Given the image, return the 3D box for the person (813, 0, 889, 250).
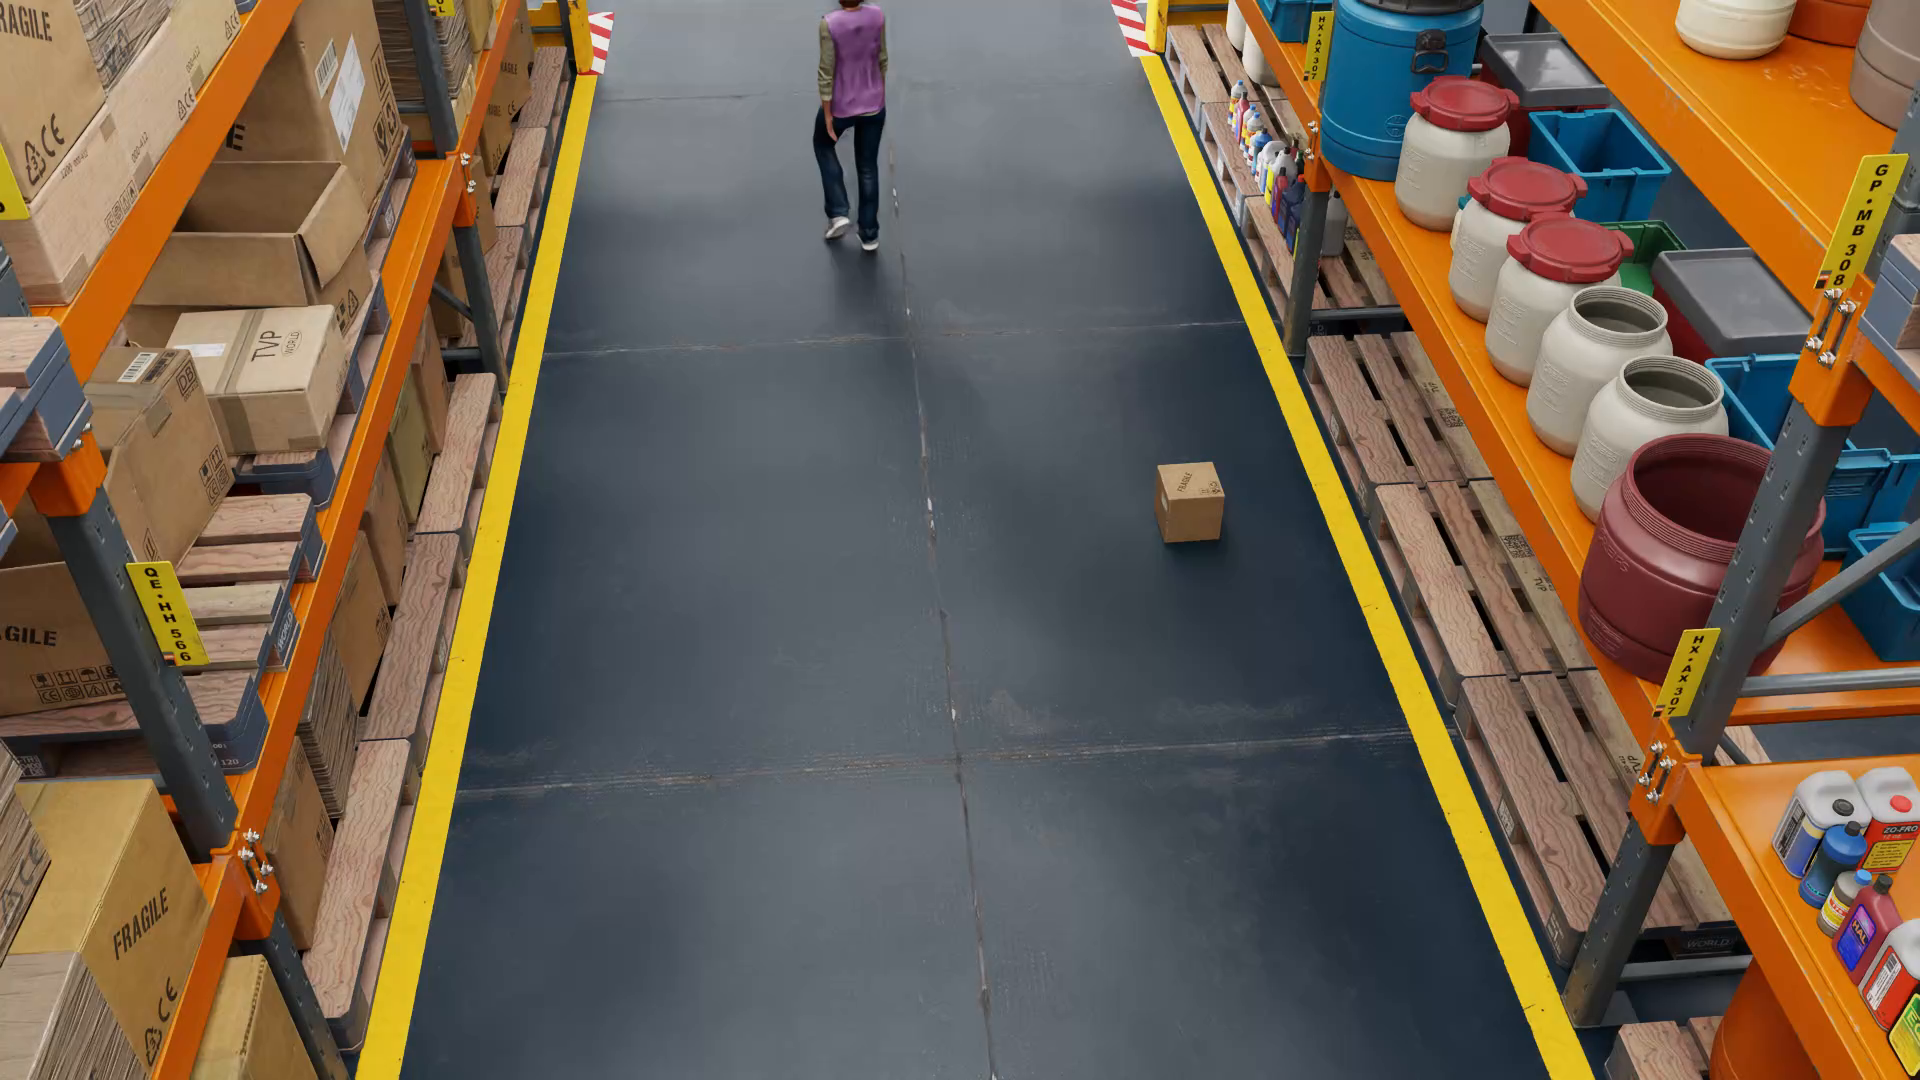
[{"bbox_3d":[-0.578,-2.316,8.950,0.426,1.624,0.468,-14,42,-16],"label":"person"}]
